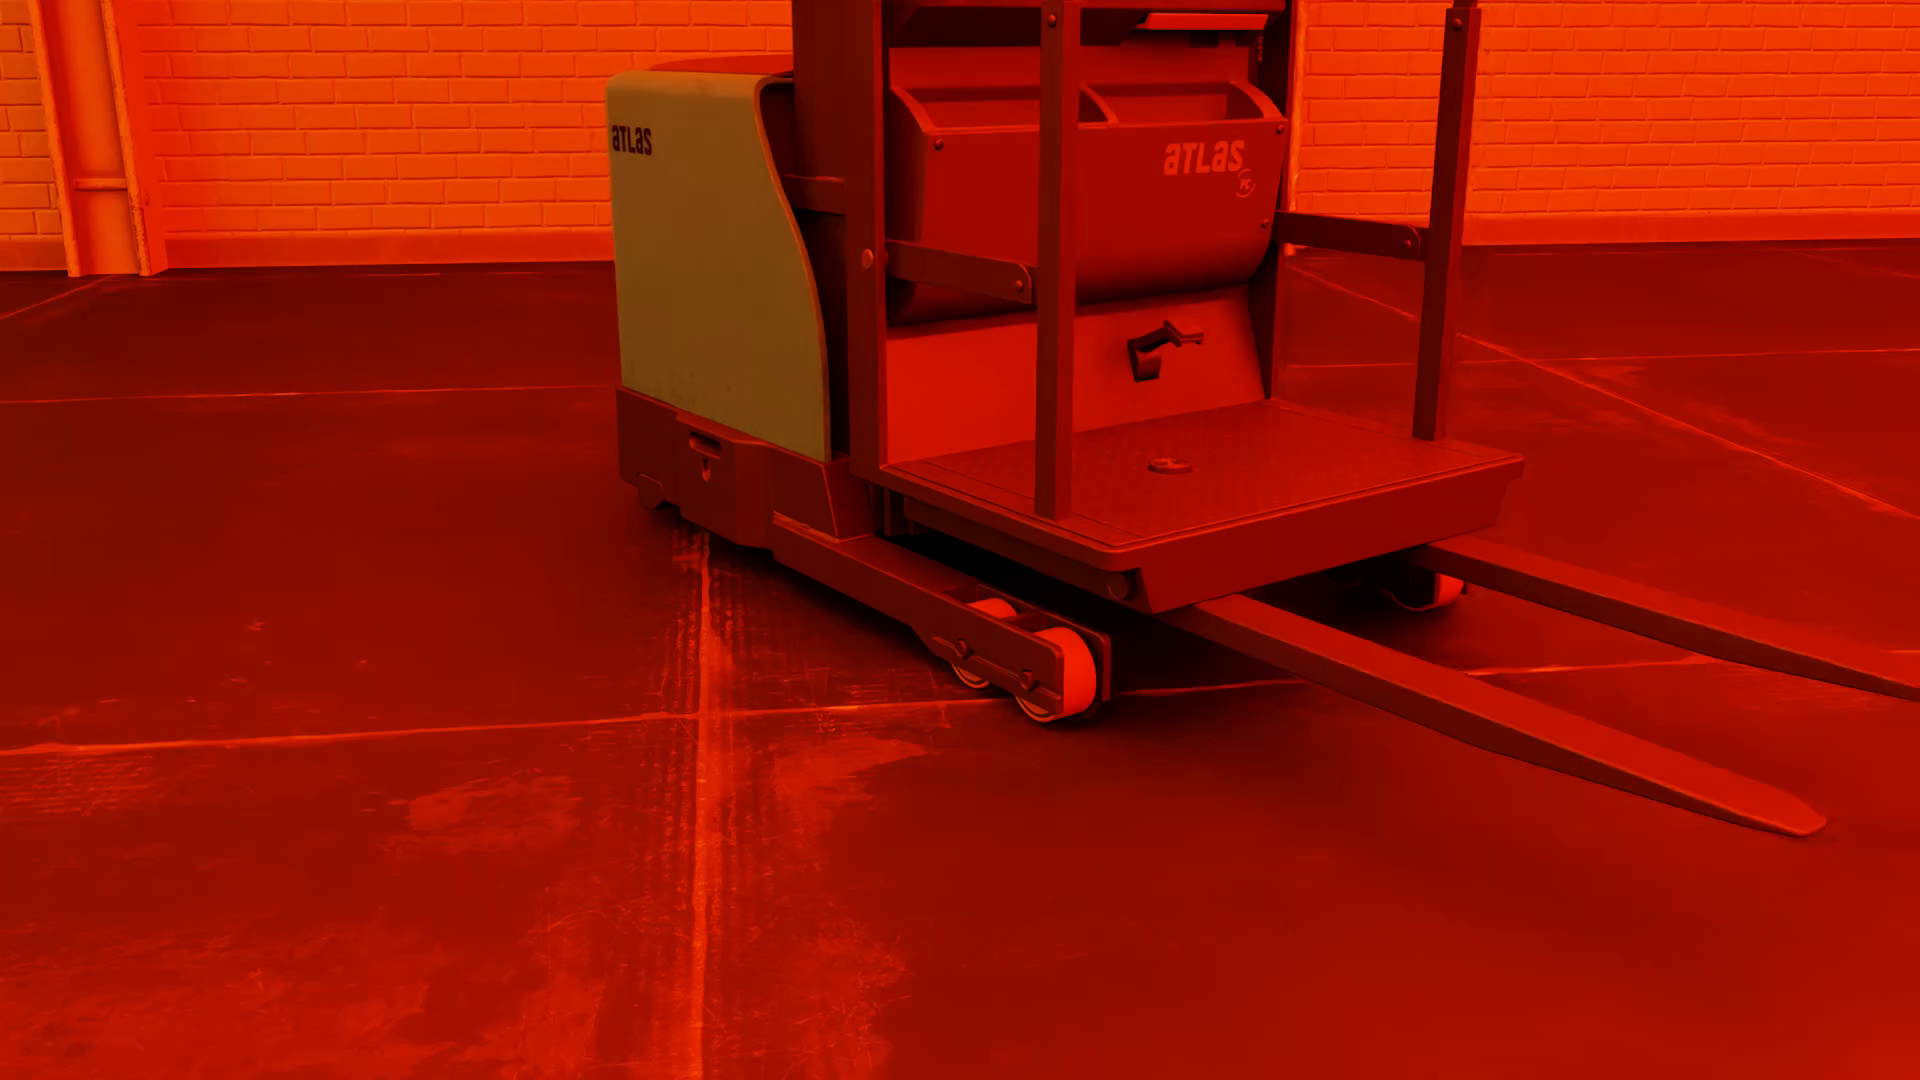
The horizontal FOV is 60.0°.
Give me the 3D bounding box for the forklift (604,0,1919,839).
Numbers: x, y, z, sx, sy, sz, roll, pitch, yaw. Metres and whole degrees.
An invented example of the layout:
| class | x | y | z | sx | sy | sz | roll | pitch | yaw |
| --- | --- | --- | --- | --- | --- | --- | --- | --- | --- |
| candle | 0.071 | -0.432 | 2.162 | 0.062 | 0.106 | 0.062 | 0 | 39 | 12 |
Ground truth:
| class | x | y | z | sx | sy | sz | roll | pitch | yaw |
| --- | --- | --- | --- | --- | --- | --- | --- | --- | --- |
| forklift | 0.402 | -1.243 | 3.012 | 1.130 | 2.935 | 3.031 | -12 | 20 | -34 |
